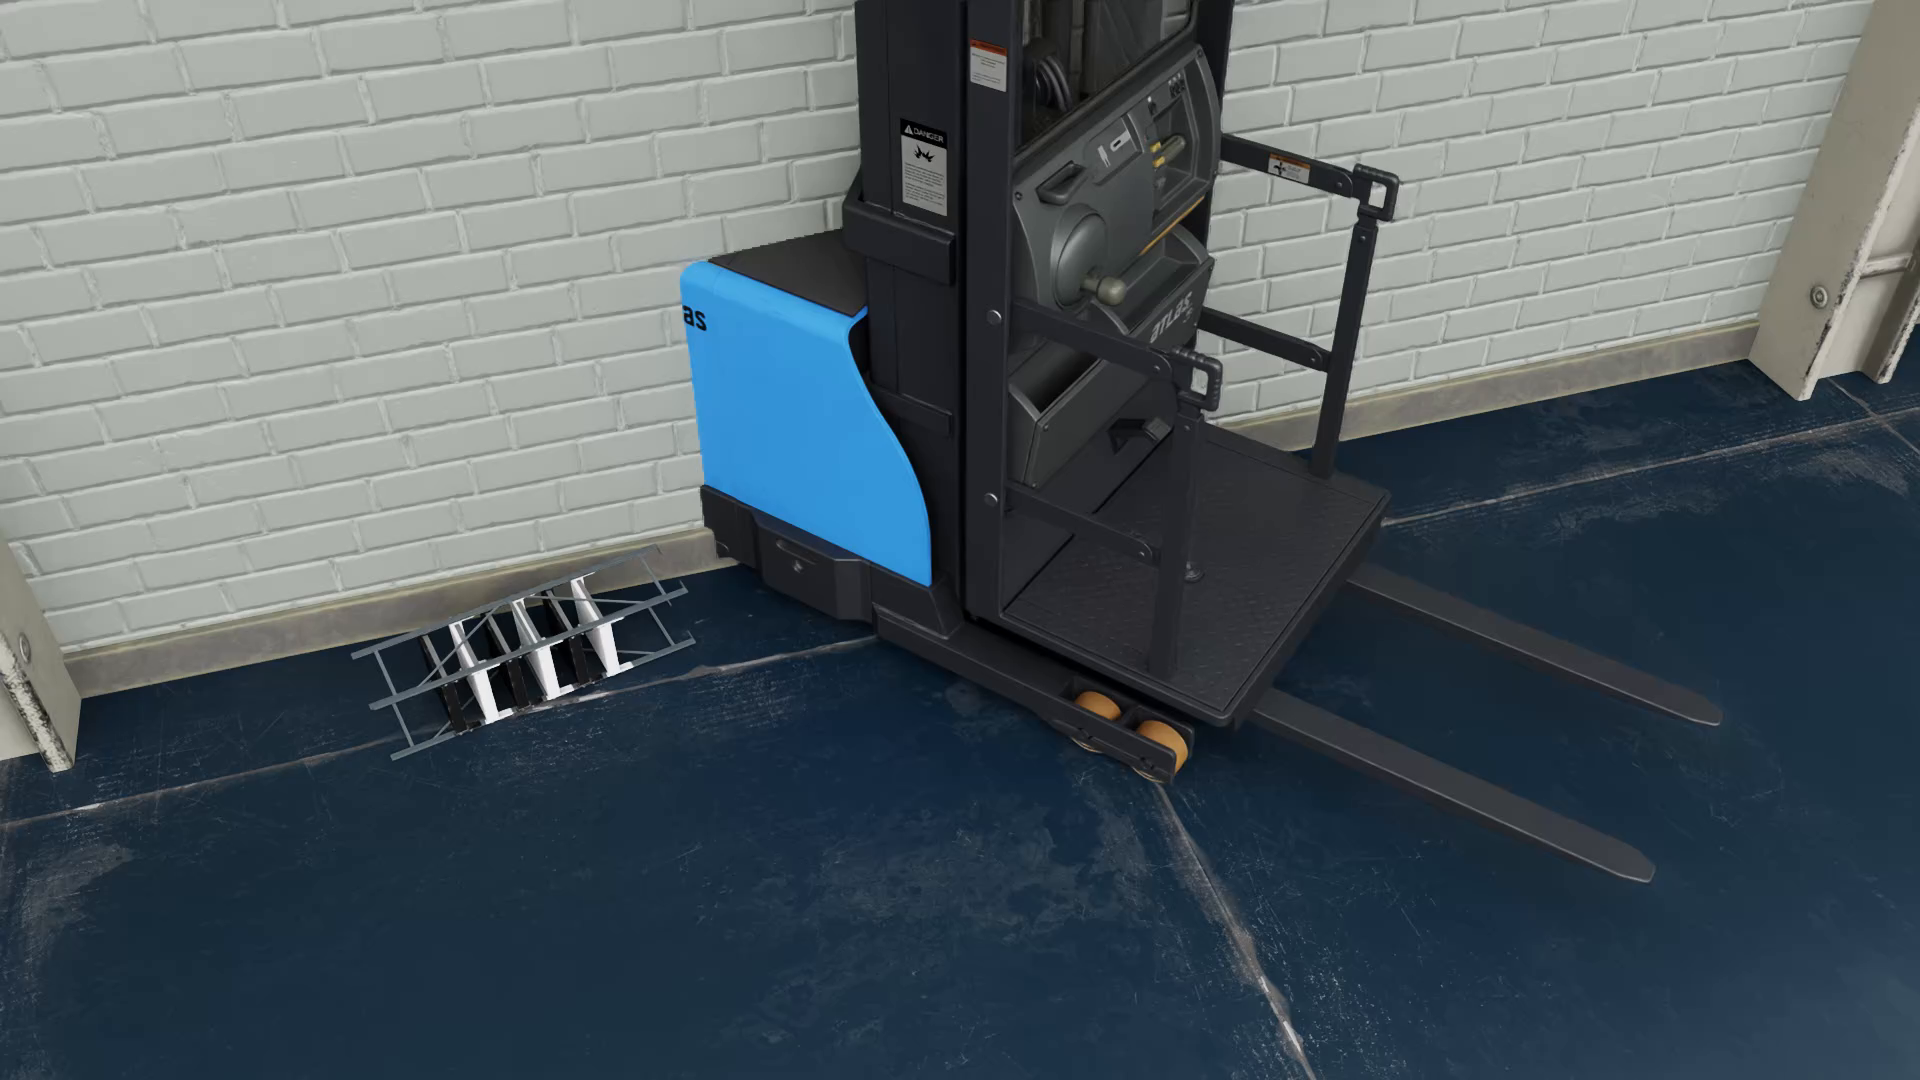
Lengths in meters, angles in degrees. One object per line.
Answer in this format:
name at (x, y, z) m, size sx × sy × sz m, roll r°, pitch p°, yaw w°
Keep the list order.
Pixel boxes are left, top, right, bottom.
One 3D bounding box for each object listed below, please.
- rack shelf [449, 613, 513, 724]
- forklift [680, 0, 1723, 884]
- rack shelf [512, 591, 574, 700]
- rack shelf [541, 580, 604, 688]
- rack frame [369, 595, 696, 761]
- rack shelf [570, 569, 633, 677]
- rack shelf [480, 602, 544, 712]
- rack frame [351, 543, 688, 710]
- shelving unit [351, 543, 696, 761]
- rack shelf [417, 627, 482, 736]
rack shelf at (-1.353, 0.357, 4.678) m, size 0.077 × 0.200 × 0.258 m, roll -21°, pitch 45°, yaw -22°
forklift at (0.573, -0.852, 3.997) m, size 3.031 × 2.935 × 1.130 m, roll 24°, pitch 46°, yaw 25°
rack shelf at (-1.197, 0.297, 4.745) m, size 0.077 × 0.200 × 0.258 m, roll -21°, pitch 45°, yaw -22°
rack shelf at (-1.119, 0.266, 4.778) m, size 0.077 × 0.200 × 0.258 m, roll -21°, pitch 45°, yaw -22°
rack frame at (-1.225, 0.384, 4.799) m, size 0.900 × 0.006 × 0.240 m, roll -21°, pitch 45°, yaw -22°
rack shelf at (-1.042, 0.236, 4.812) m, size 0.077 × 0.200 × 0.258 m, roll -21°, pitch 45°, yaw -22°
rack shelf at (-1.275, 0.327, 4.711) m, size 0.077 × 0.200 × 0.258 m, roll -21°, pitch 45°, yaw -22°
rack frame at (-1.227, 0.232, 4.665) m, size 0.900 × 0.006 × 0.240 m, roll -21°, pitch 45°, yaw -22°
shelving unit at (-1.226, 0.308, 4.732) m, size 0.900 × 0.210 × 0.258 m, roll -21°, pitch 45°, yaw -22°
rack shelf at (-1.431, 0.387, 4.644) m, size 0.077 × 0.200 × 0.258 m, roll -21°, pitch 45°, yaw -22°
